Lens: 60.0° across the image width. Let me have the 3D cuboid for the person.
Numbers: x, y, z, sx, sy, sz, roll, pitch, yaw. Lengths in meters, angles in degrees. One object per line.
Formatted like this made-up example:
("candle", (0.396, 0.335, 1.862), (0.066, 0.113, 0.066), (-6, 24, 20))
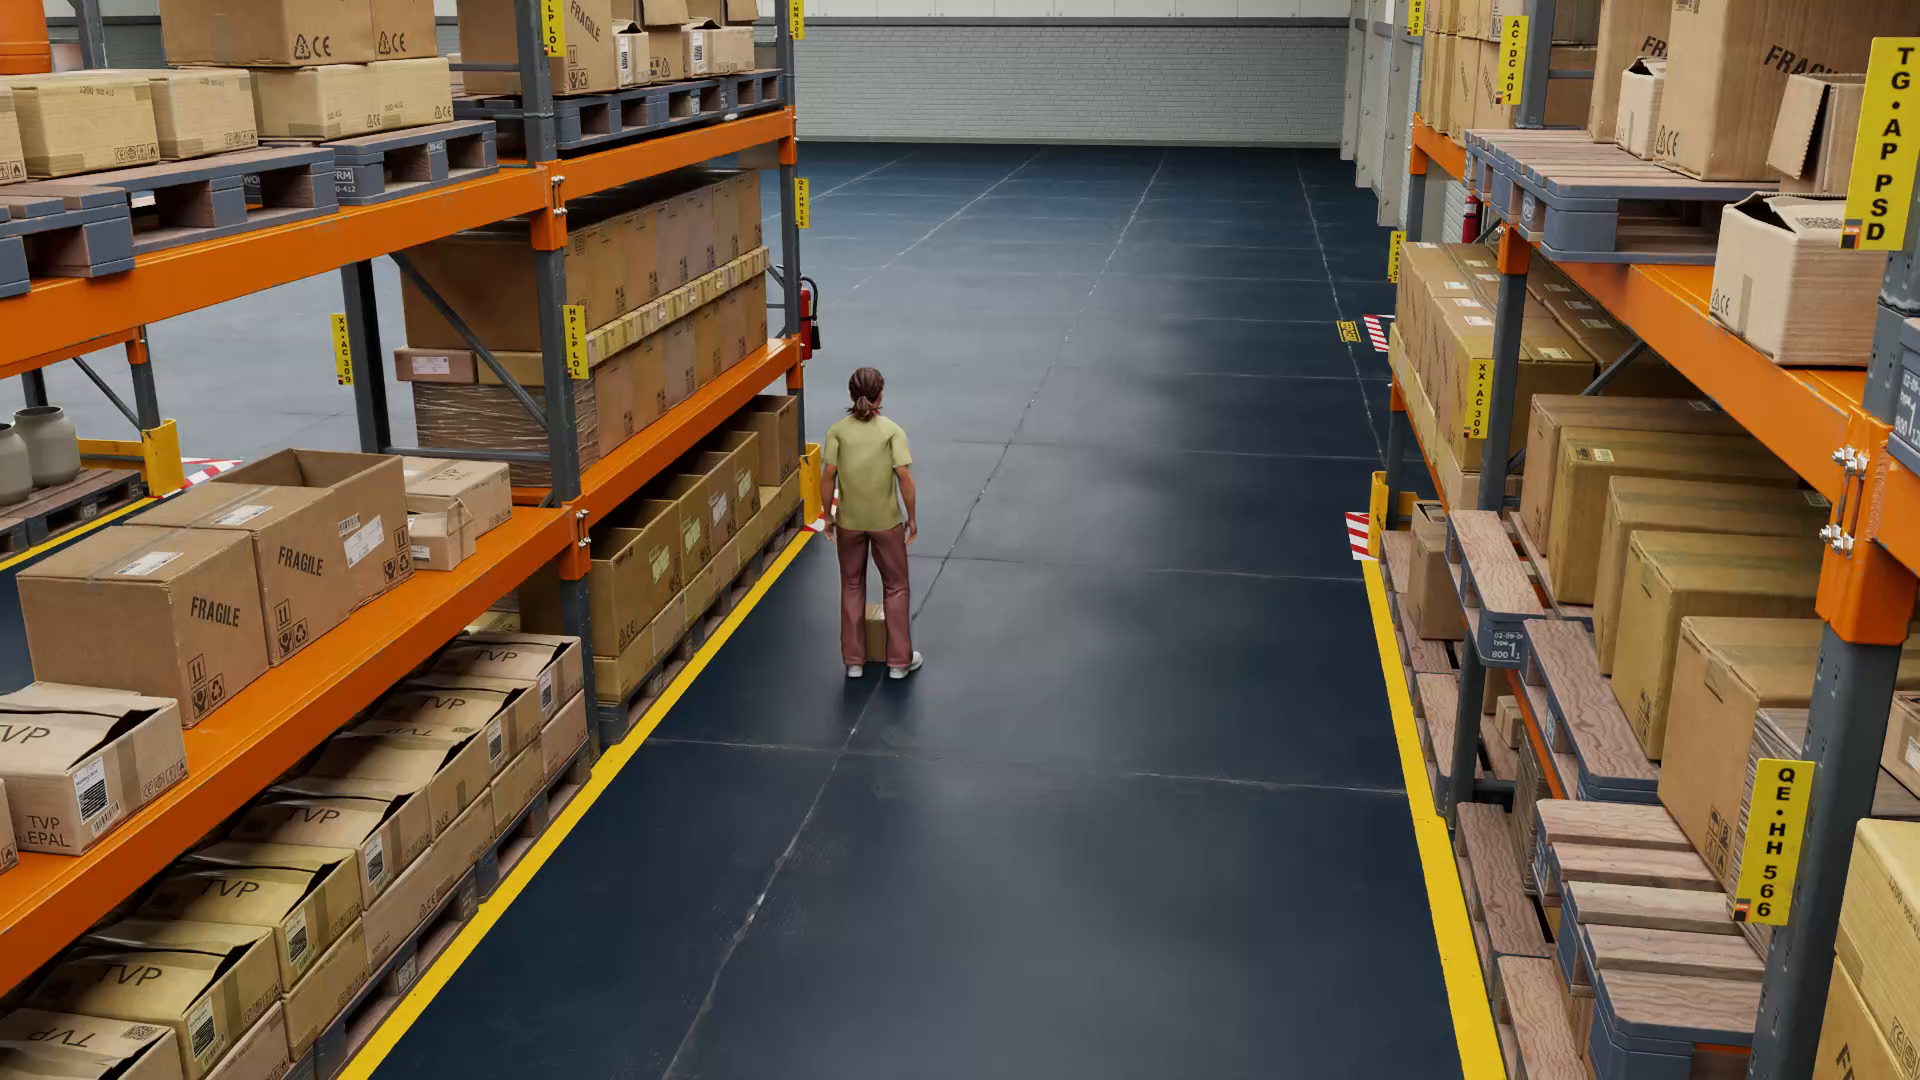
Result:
("person", (-0.470, -0.083, 8.816), (0.499, 1.670, 0.360), (3, 18, 9))
